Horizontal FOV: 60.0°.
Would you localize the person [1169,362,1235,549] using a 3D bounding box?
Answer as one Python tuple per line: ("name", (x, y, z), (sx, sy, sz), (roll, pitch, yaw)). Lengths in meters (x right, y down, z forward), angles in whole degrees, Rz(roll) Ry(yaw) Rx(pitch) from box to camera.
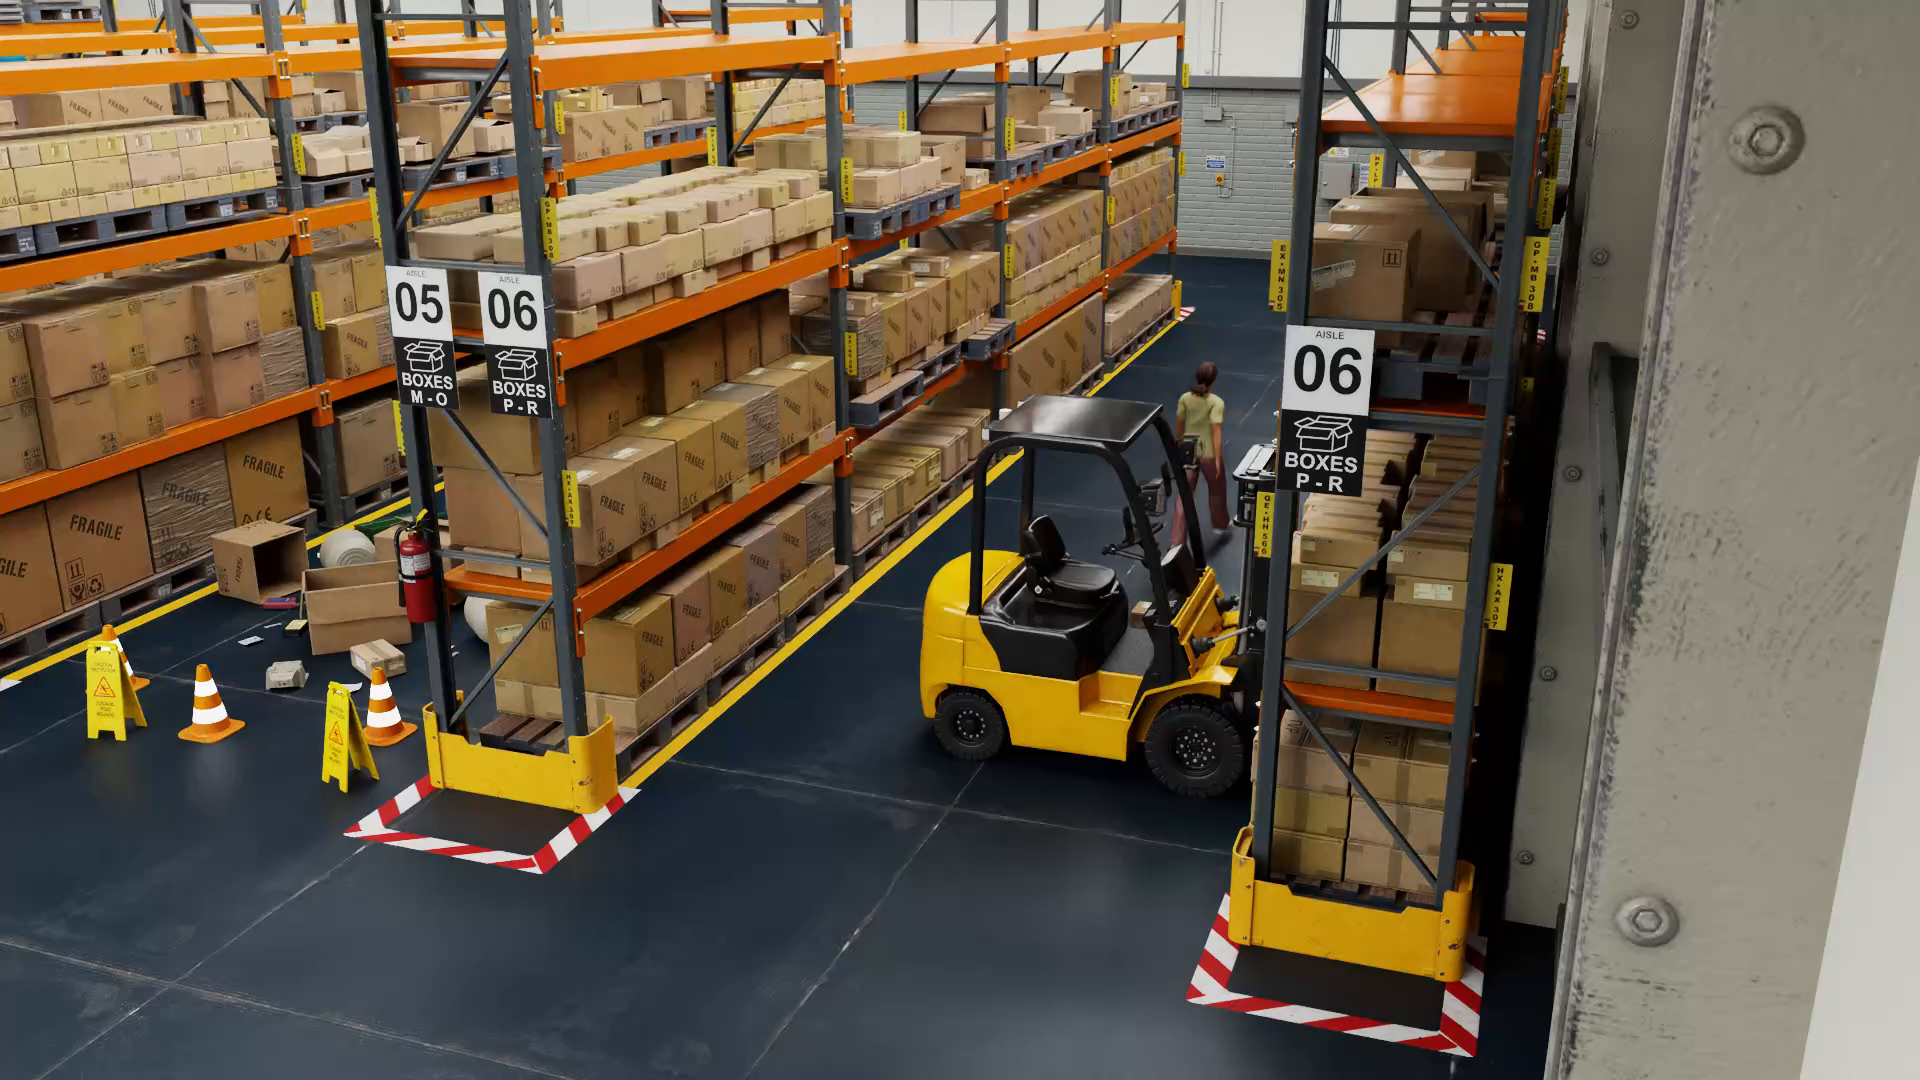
("person", (2.092, -0.760, 14.278), (0.481, 1.602, 1.002), (10, 21, 27))
